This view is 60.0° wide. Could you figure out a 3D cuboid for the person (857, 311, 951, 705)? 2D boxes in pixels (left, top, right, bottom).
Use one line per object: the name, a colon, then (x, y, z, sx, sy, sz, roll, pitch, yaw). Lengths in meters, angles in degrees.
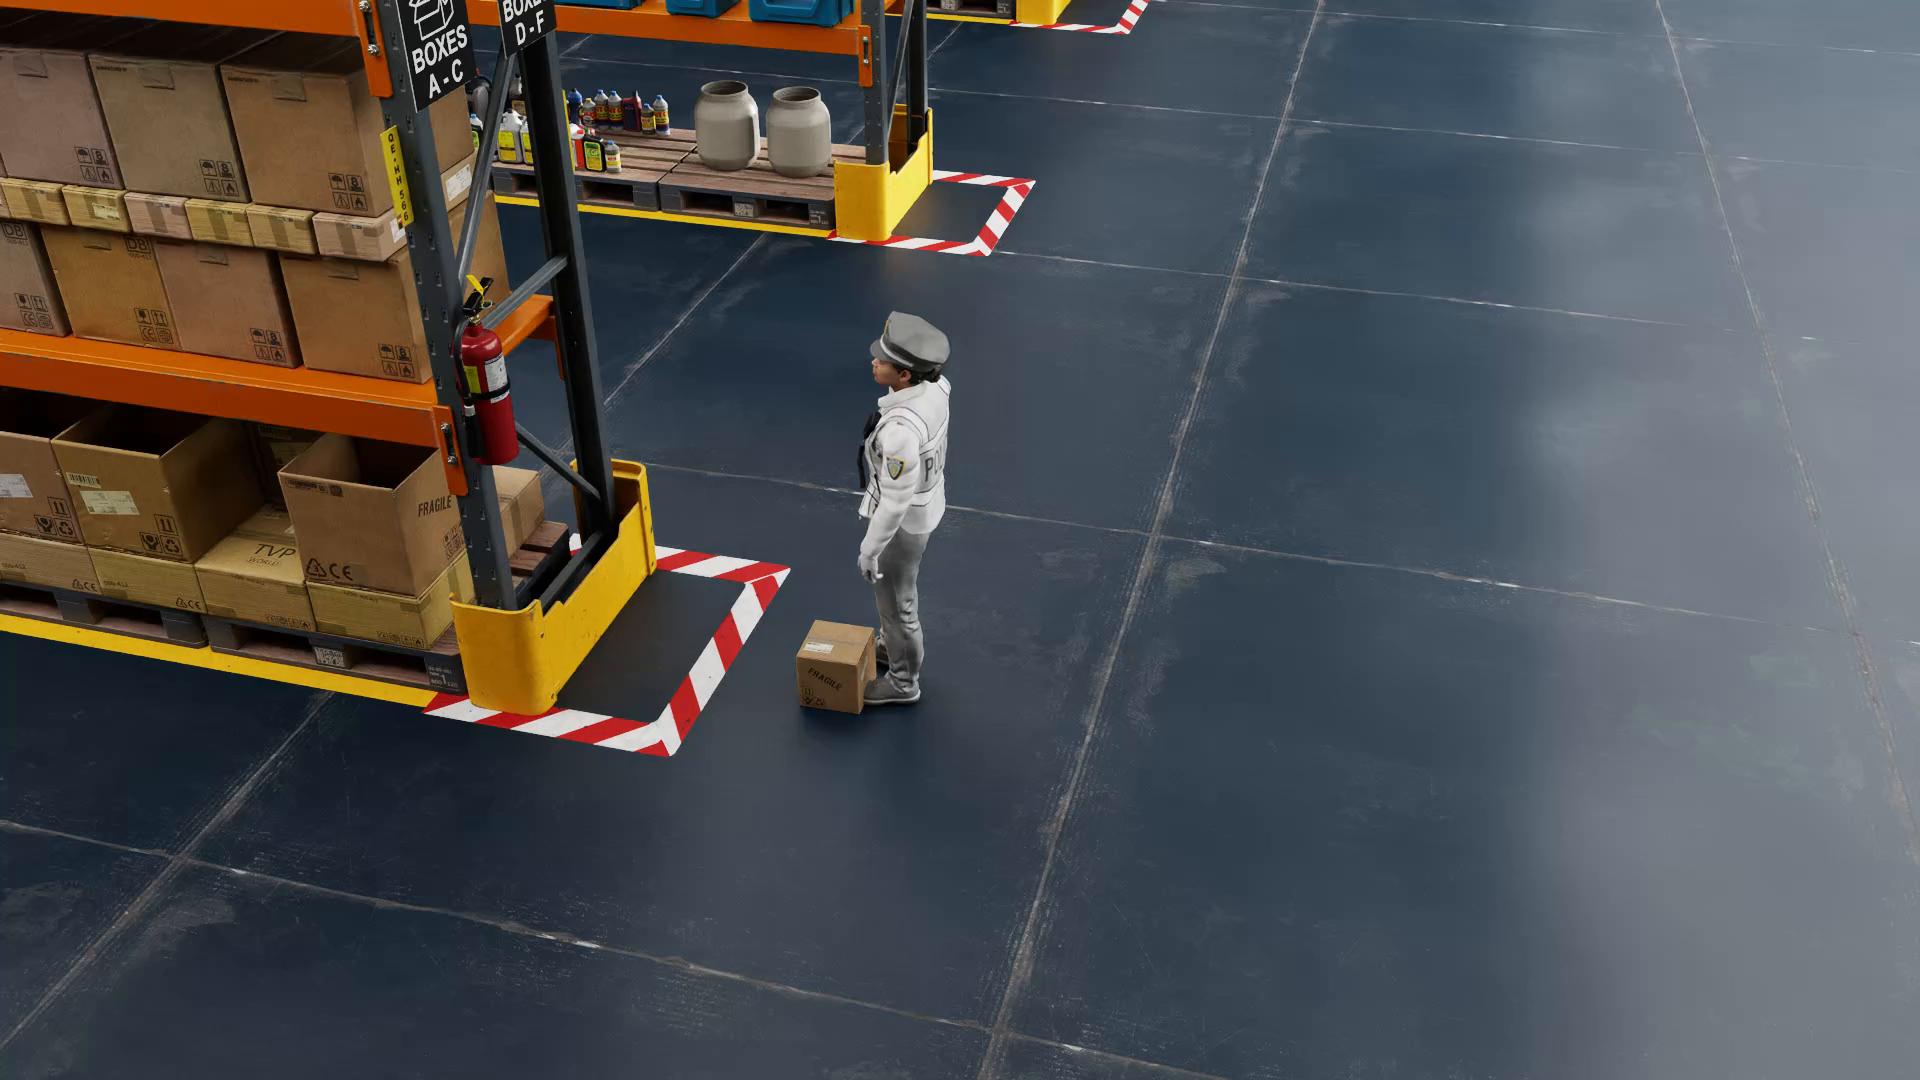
person: (-0.286, -0.091, 6.233, 0.529, 1.694, 0.587, 8, 34, 12)
